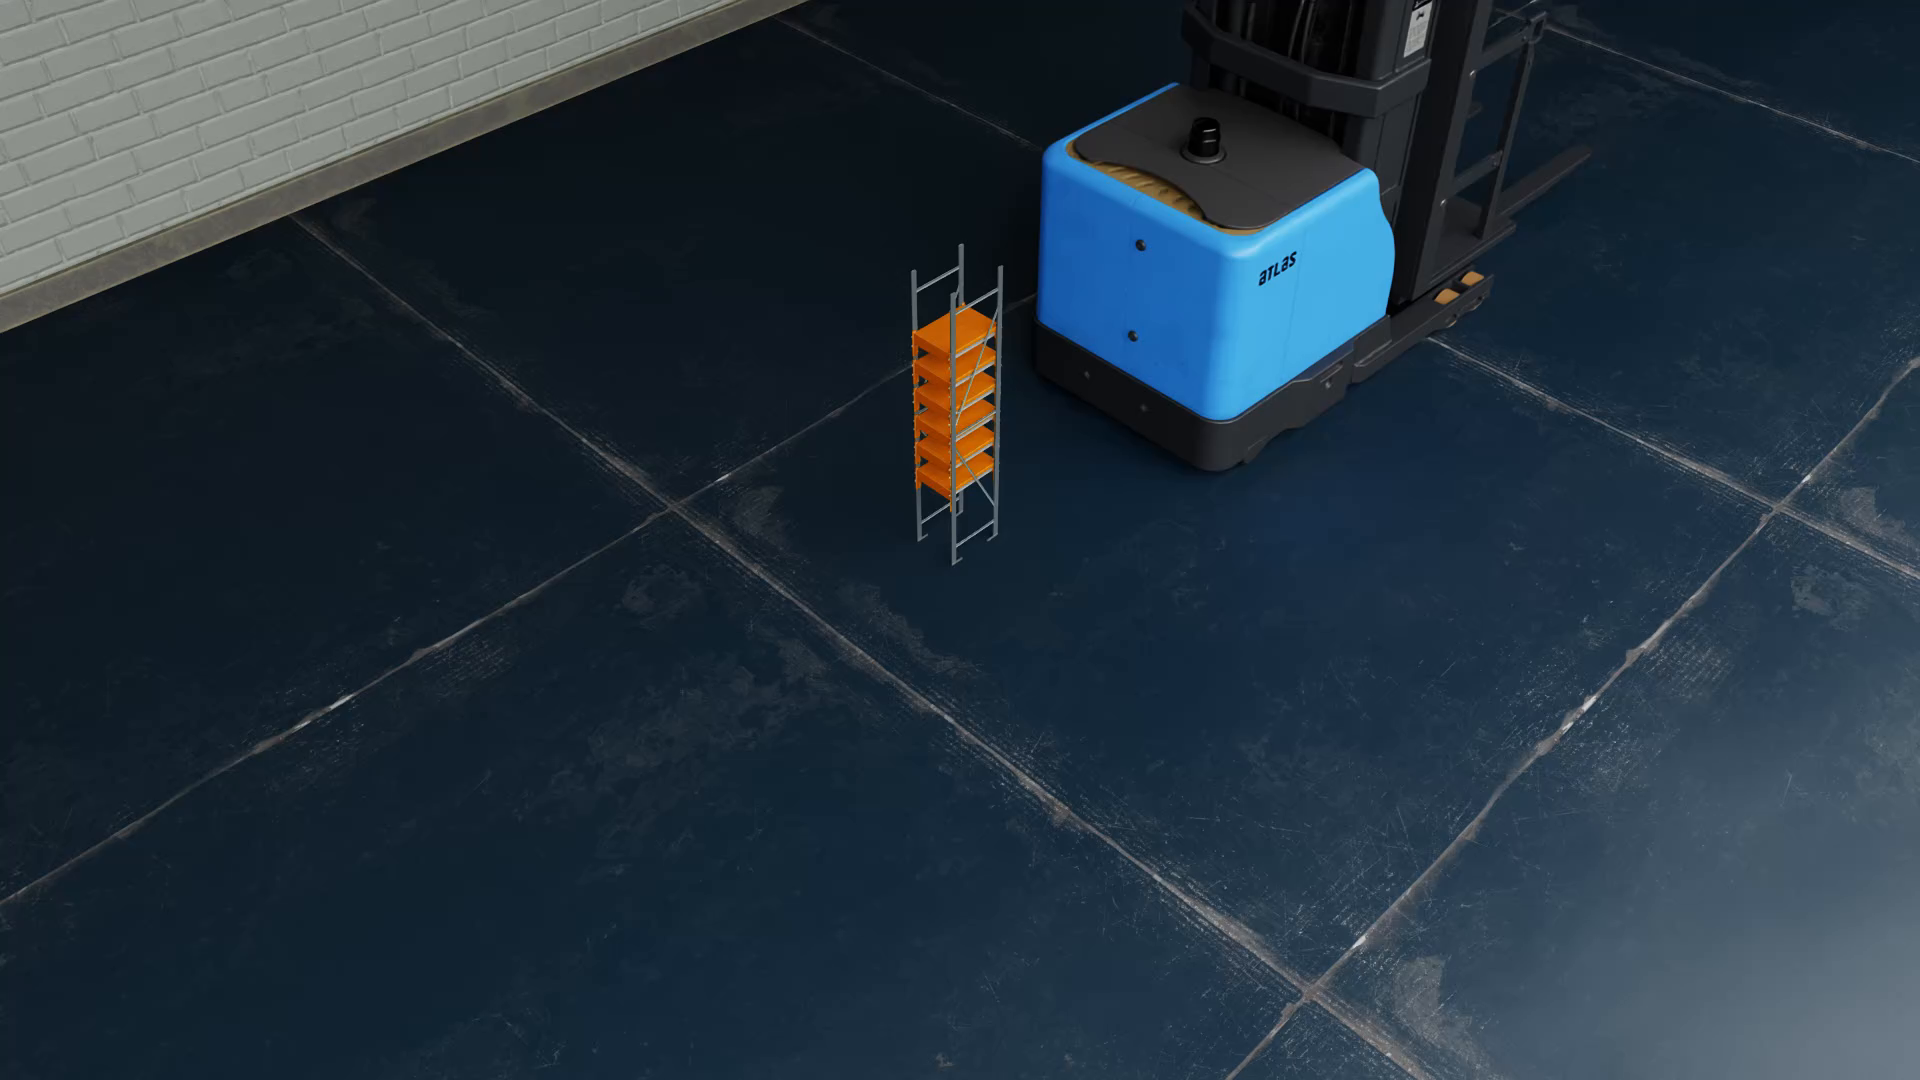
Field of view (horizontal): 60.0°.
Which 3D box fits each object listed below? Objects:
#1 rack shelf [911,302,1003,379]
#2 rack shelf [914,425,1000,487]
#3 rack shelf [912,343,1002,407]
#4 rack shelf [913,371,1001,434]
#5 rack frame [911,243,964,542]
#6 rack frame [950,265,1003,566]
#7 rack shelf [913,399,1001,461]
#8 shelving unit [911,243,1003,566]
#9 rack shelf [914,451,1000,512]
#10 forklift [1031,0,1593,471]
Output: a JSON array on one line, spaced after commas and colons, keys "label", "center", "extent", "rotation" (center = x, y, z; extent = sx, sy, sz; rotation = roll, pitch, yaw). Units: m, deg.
[{"label": "rack shelf", "center": [-0.010, -0.679, 5.636], "extent": [0.258, 0.103, 0.180], "rotation": [-34, 53, -31]}, {"label": "rack shelf", "center": [-0.010, -0.327, 5.962], "extent": [0.258, 0.103, 0.180], "rotation": [-34, 53, -31]}, {"label": "rack shelf", "center": [-0.010, -0.591, 5.718], "extent": [0.258, 0.103, 0.180], "rotation": [-34, 53, -31]}, {"label": "rack shelf", "center": [-0.010, -0.503, 5.799], "extent": [0.258, 0.103, 0.180], "rotation": [-34, 53, -31]}, {"label": "rack frame", "center": [-0.075, -0.492, 5.898], "extent": [0.240, 1.200, 0.006], "rotation": [-34, 53, -31]}, {"label": "rack frame", "center": [0.054, -0.404, 5.803], "extent": [0.240, 1.200, 0.006], "rotation": [-34, 53, -31]}, {"label": "rack shelf", "center": [-0.010, -0.415, 5.880], "extent": [0.258, 0.103, 0.180], "rotation": [-34, 53, -31]}, {"label": "shelving unit", "center": [-0.010, -0.448, 5.850], "extent": [0.258, 1.200, 0.189], "rotation": [-34, 53, -31]}, {"label": "rack shelf", "center": [-0.010, -0.239, 6.043], "extent": [0.258, 0.103, 0.180], "rotation": [-34, 53, -31]}, {"label": "forklift", "center": [1.704, -2.229, 6.502], "extent": [3.031, 2.935, 1.130], "rotation": [-33, 52, -31]}]
